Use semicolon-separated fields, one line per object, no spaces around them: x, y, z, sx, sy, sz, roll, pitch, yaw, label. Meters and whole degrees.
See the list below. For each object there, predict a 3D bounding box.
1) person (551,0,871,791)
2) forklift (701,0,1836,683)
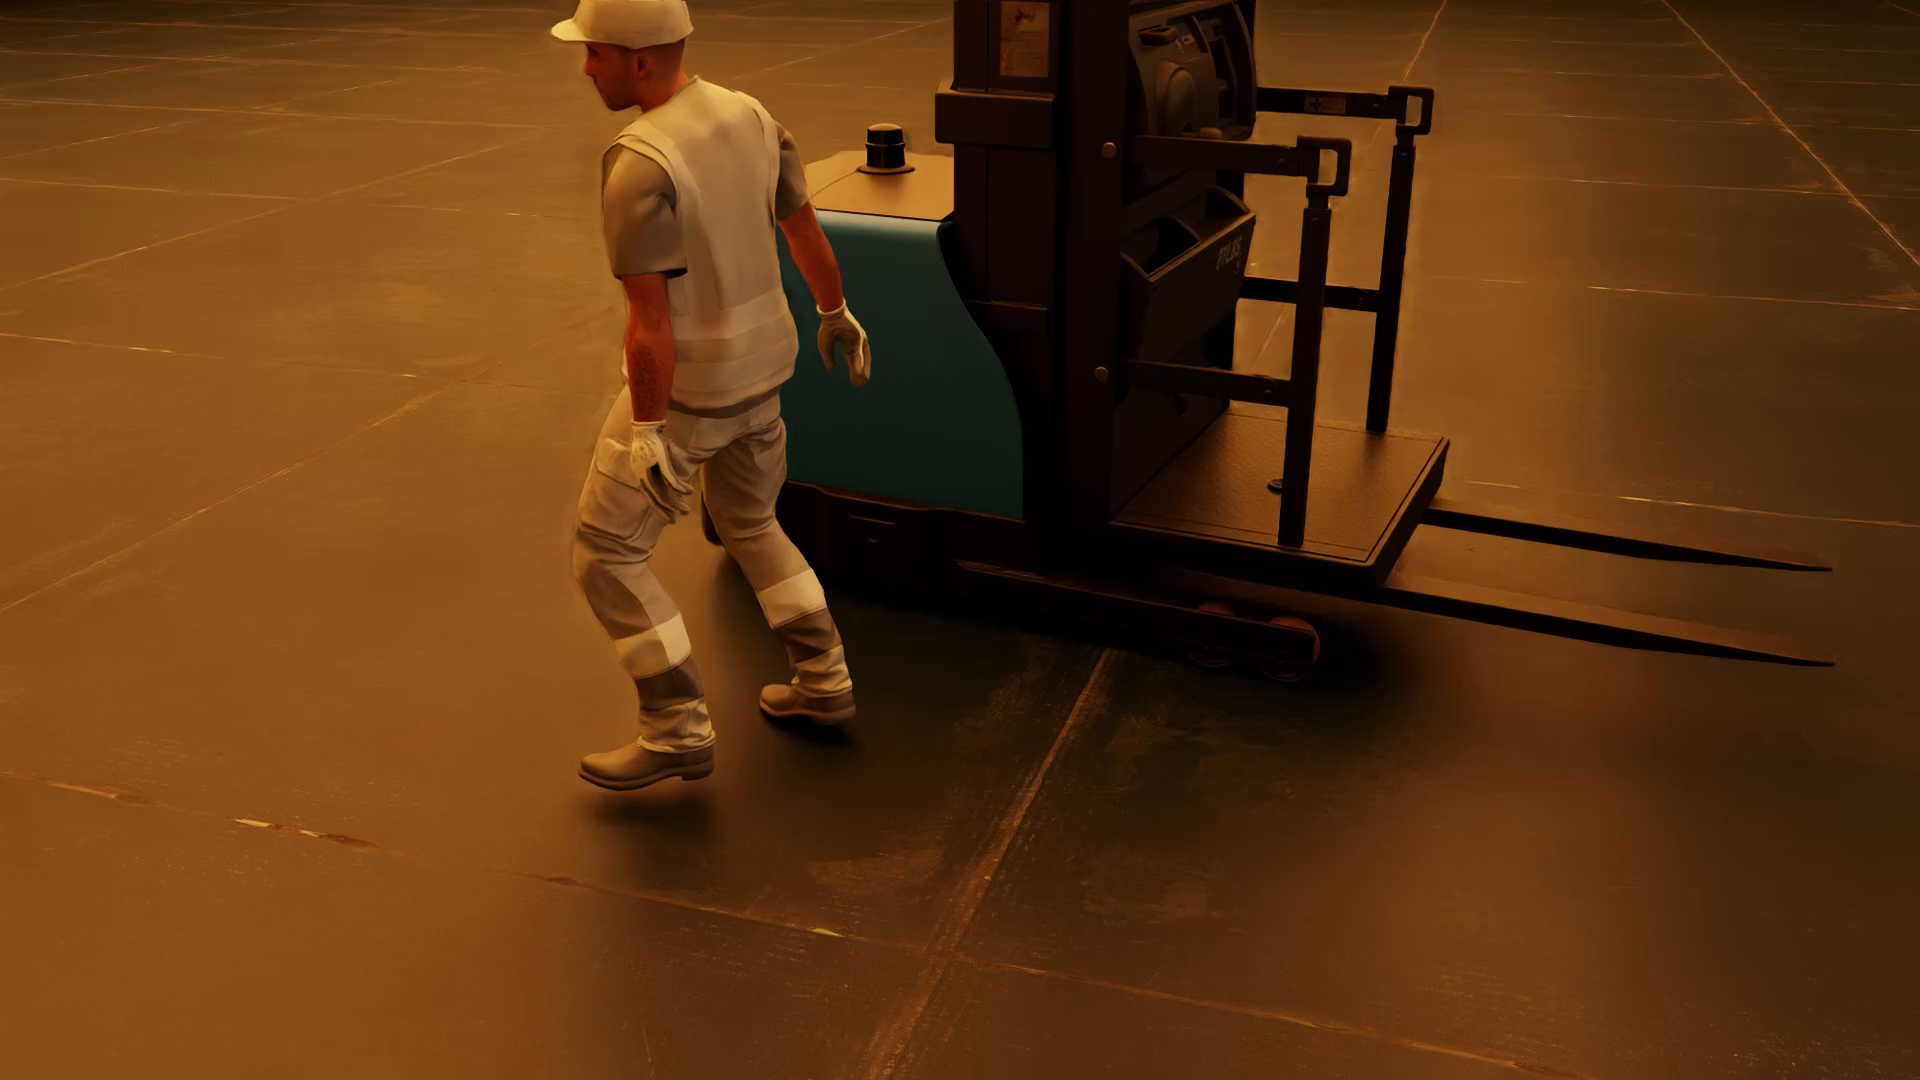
-0.519;-0.348;3.652;0.469;1.745;0.866;14;26;30;person
0.795;-1.223;4.242;3.031;2.935;1.130;10;25;23;forklift
